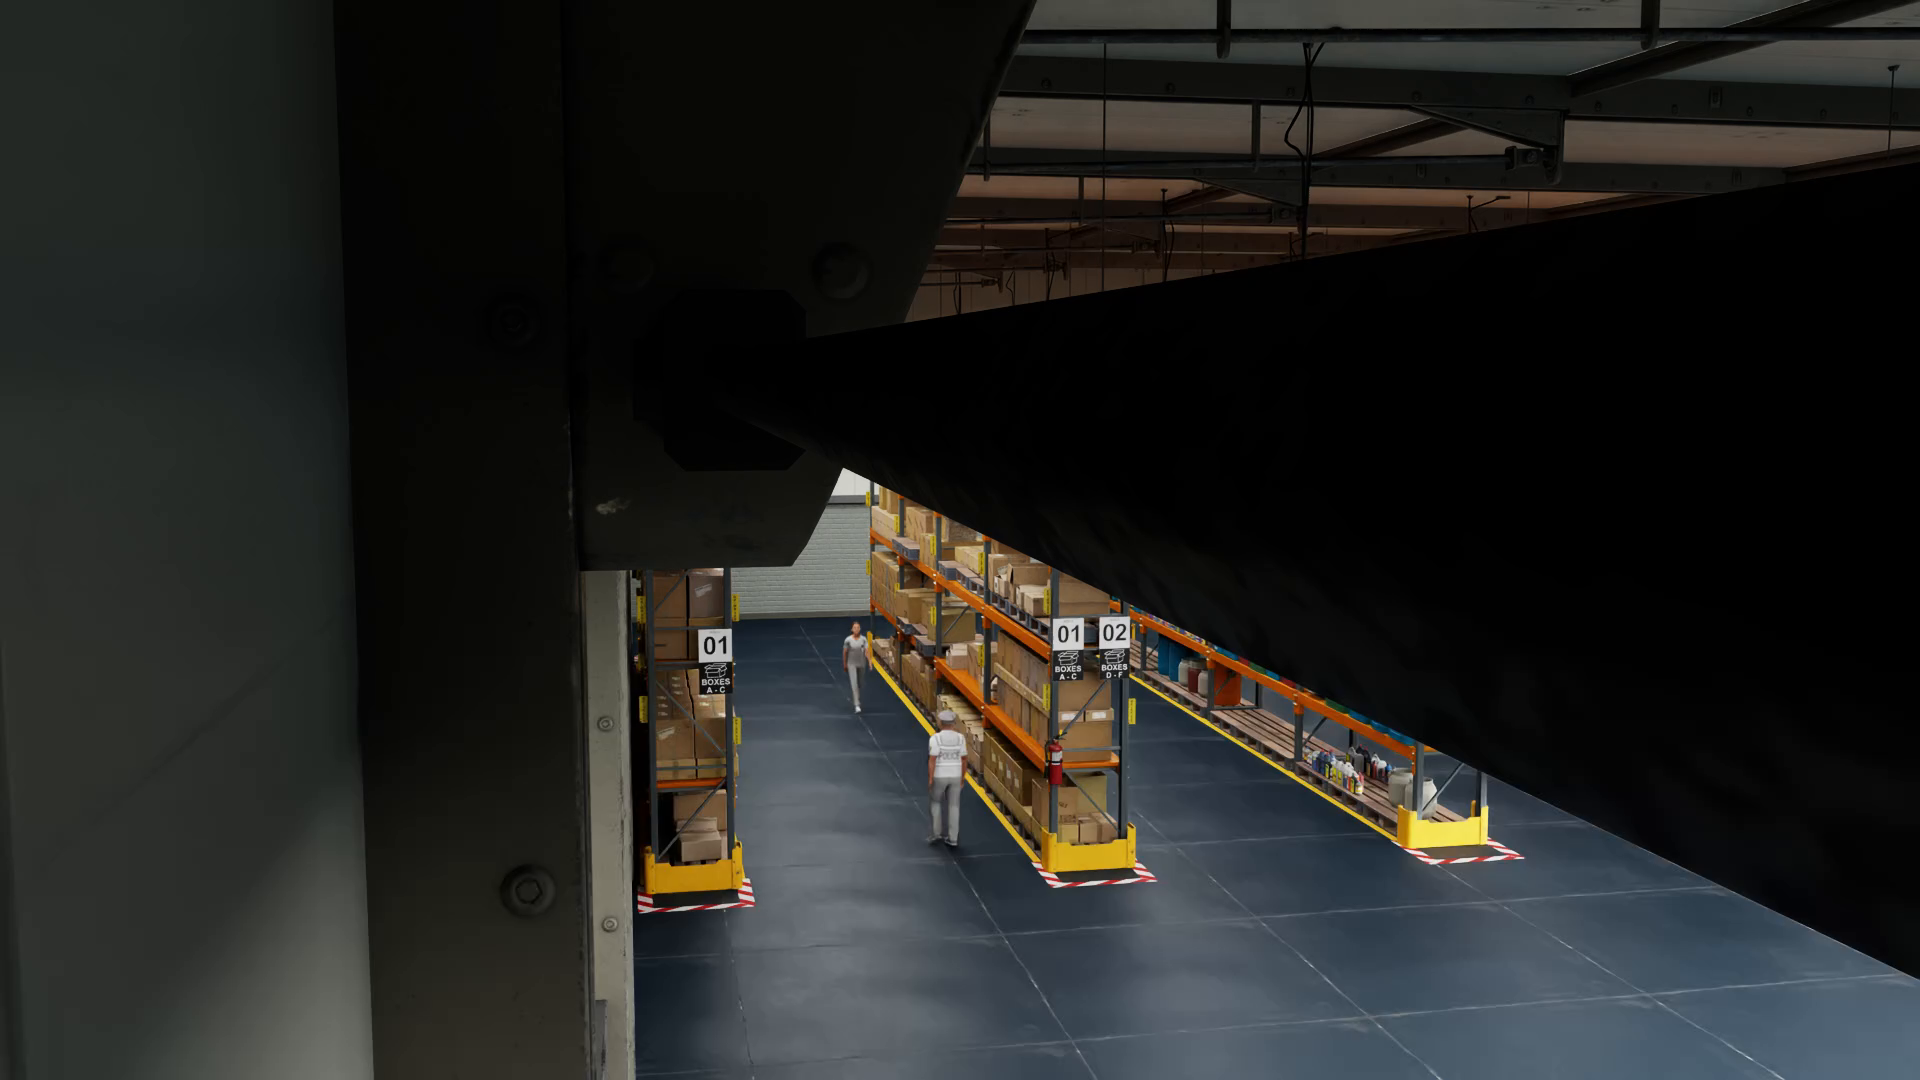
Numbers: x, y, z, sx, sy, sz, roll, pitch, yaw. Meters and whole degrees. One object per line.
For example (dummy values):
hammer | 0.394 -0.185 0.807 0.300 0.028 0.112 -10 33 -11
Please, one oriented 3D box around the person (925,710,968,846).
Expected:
person | -0.170 3.182 22.062 0.569 1.827 0.594 -2 6 -14

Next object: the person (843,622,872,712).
person | -1.897 2.310 30.688 0.498 1.608 1.058 -1 6 -14
